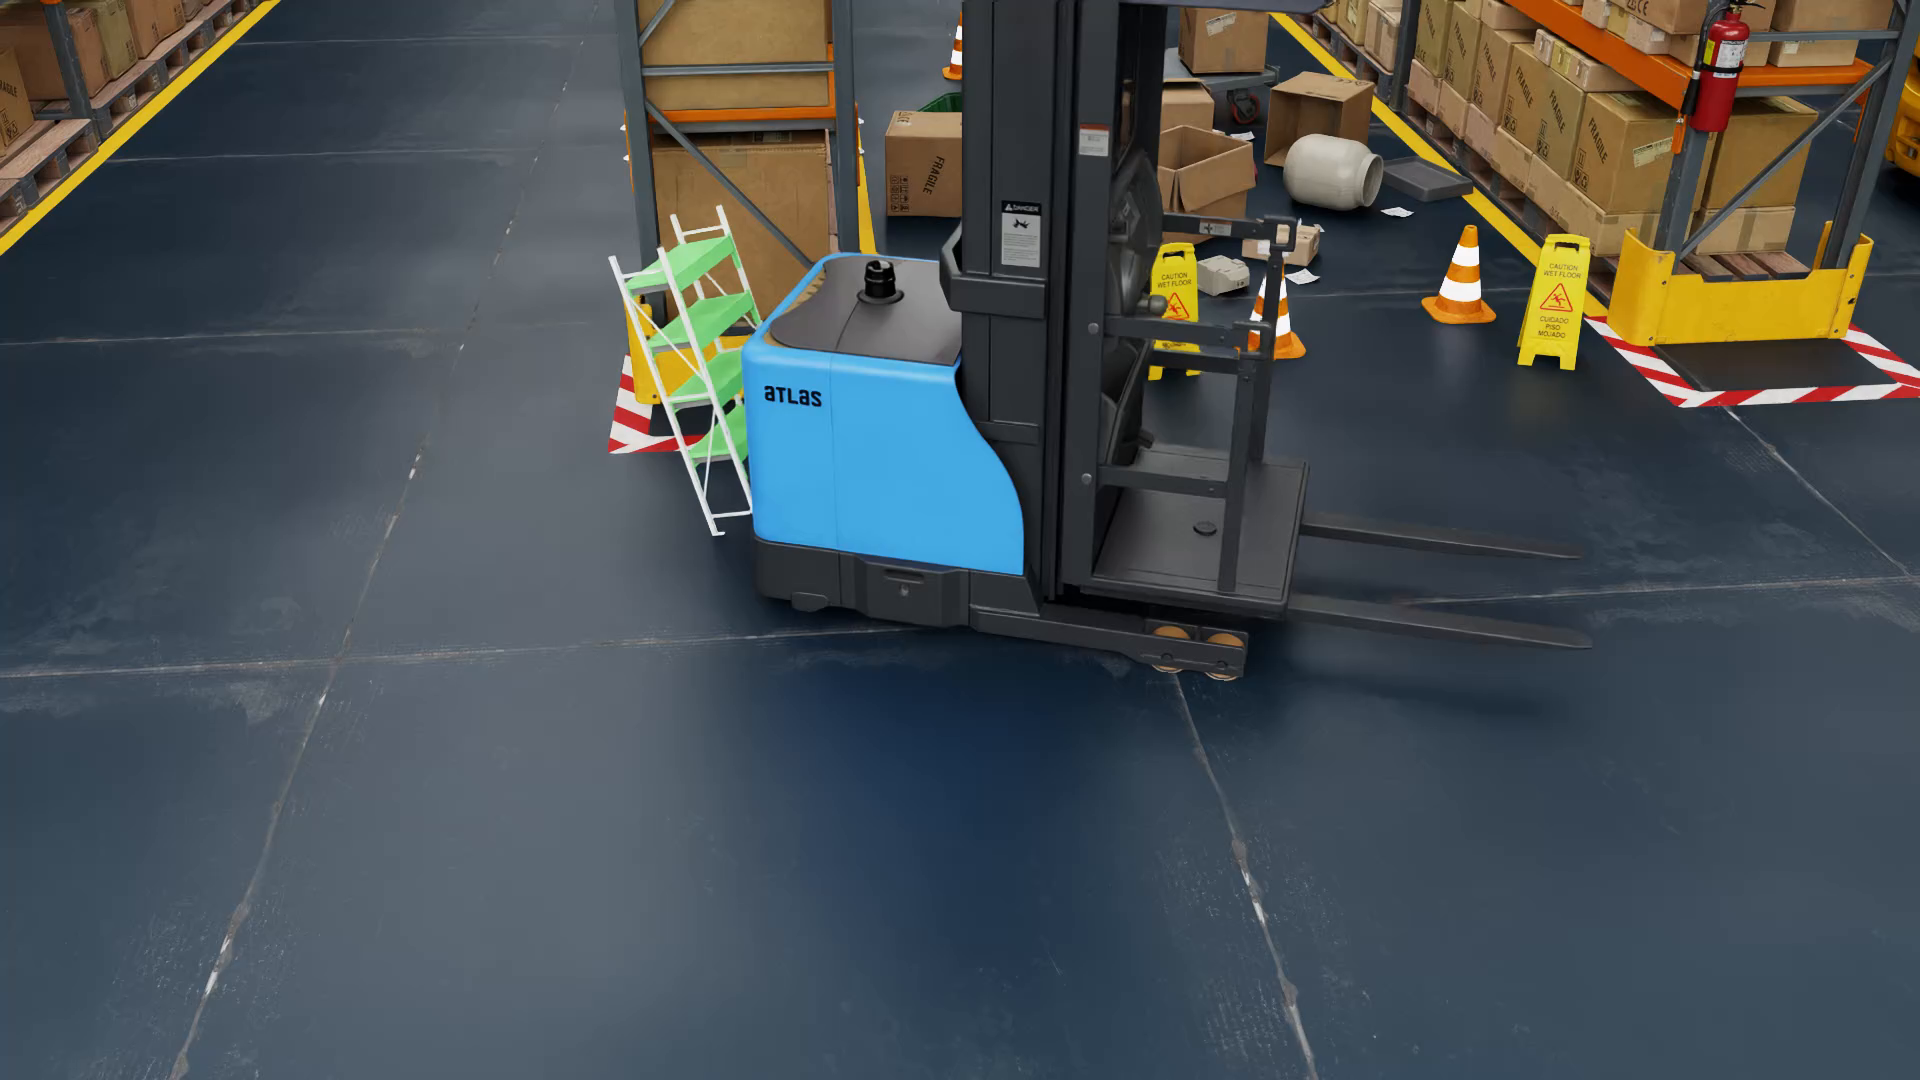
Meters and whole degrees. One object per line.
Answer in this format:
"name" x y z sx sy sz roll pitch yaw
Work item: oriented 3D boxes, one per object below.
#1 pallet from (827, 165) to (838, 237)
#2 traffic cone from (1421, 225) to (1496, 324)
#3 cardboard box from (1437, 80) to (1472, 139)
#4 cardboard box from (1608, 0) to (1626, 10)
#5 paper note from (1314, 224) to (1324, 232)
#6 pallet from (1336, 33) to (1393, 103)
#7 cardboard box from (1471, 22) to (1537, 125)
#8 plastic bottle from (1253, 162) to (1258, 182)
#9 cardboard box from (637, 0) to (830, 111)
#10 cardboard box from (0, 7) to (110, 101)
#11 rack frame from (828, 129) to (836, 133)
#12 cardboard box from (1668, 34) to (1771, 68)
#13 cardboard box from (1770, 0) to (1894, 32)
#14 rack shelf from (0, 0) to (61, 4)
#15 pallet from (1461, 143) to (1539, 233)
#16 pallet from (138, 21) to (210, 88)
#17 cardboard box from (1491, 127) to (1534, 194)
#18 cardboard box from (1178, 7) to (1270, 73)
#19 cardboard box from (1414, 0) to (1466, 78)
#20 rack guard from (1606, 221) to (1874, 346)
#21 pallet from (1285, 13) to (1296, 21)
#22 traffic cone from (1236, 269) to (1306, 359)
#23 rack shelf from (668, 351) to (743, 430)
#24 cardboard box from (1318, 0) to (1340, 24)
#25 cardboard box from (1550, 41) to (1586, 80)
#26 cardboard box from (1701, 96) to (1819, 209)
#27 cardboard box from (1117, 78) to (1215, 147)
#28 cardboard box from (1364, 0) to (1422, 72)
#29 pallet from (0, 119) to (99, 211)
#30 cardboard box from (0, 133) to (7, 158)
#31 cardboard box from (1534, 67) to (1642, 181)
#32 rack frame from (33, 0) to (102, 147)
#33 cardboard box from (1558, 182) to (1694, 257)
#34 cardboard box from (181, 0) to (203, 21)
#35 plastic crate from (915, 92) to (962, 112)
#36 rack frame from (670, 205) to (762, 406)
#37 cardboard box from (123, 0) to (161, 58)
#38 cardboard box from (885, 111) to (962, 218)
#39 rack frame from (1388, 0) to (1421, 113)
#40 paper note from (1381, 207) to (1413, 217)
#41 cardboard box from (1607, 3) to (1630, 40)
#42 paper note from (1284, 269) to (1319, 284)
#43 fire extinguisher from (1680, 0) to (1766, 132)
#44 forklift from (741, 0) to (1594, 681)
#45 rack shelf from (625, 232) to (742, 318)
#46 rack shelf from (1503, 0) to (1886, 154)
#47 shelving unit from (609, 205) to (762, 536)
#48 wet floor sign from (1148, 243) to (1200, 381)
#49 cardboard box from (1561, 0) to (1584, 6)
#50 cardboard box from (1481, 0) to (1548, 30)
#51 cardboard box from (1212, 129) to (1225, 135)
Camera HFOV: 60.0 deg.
"pallet" -1.229 -1.880 9.691 1.003 0.211 1.213 -3 31 -5
"traffic cone" 2.629 -1.408 8.657 0.336 0.463 0.334 -3 31 -5
"cardboard box" 3.427 -2.796 10.777 0.500 0.250 0.500 -1 31 -2
"cardboard box" 3.586 -3.030 8.510 0.500 0.500 0.500 -3 31 -4
"paper note" 2.122 -1.844 9.827 0.032 0.001 0.123 -3 31 -5
"pallet" 3.505 -3.582 12.541 1.003 0.211 1.213 -3 31 -5
"cardboard box" 3.474 -2.852 10.140 0.500 0.500 0.500 -1 31 -2
"plastic bottle" 1.833 -2.372 10.661 0.133 0.061 0.283 2 31 4
"cardboard box" -1.045 -2.303 7.534 0.875 0.550 0.550 -3 31 -5
"cardboard box" -6.323 -3.337 11.421 0.700 0.500 0.500 -5 31 -8
"rack frame" -1.339 -4.093 10.678 1.000 3.000 0.127 -3 31 -5
"cardboard box" 3.705 -2.413 8.109 0.380 0.149 0.250 -2 31 -3
"cardboard box" 4.185 -2.765 8.067 0.500 0.500 0.500 -3 31 -5
"rack shelf" -6.100 -2.577 8.841 1.077 0.370 4.000 -3 31 -5
"pallet" 3.795 -2.219 10.260 1.003 0.211 1.213 -3 31 -5
"pallet" -6.478 -3.732 12.792 1.003 0.211 1.213 -3 31 -5
"cardboard box" 3.515 -2.271 9.899 0.500 0.250 0.500 -4 31 -6
"cardboard box" 1.810 -3.533 11.439 0.500 0.500 0.500 -3 31 -5
"cardboard box" 3.366 -3.390 11.040 0.500 0.500 0.500 -1 31 -2
"rack guard" 3.946 -1.305 8.448 1.175 0.500 0.348 -3 31 -5
"pallet" 3.277 -4.828 14.627 1.003 0.211 1.213 -3 31 -5
"traffic cone" 1.555 -1.182 8.277 0.336 0.463 0.334 -3 31 -5
"rack shelf" -0.958 -0.616 6.700 0.258 0.148 0.480 -5 27 25
"cardboard box" 3.391 -4.424 13.384 0.950 0.372 0.625 -2 31 -3
"cardboard box" 3.497 -2.649 9.168 0.380 0.149 0.250 -2 31 -4
"cardboard box" 4.151 -2.099 8.879 0.500 0.500 0.500 -4 31 -6
"cardboard box" 1.173 -2.579 10.444 0.797 0.637 0.503 -3 31 -5
"cardboard box" 3.528 -3.702 12.175 0.950 0.372 0.625 -2 31 -4
"pallet" -6.189 -2.369 10.510 1.003 0.211 1.213 -3 31 -5
"cardboard box" -6.228 -2.516 10.065 0.500 0.500 0.500 7 32 11
"cardboard box" 3.567 -2.324 9.257 0.500 0.500 0.500 -2 31 -3
"rack frame" -6.287 -3.907 10.366 1.000 3.000 0.127 -3 31 -5
"cardboard box" 3.608 -1.752 9.029 0.500 0.250 0.500 -3 31 -5
"cardboard box" -6.514 -4.441 13.269 0.700 0.500 0.500 -5 31 -9
"plastic crate" -0.019 -2.885 11.340 0.450 0.188 0.662 4 30 26
"rack frame" -0.894 -0.790 6.872 0.240 1.200 0.015 -5 27 25
"cardboard box" -6.401 -3.867 12.308 0.700 0.500 0.500 -5 31 -9
"cardboard box" -0.173 -2.278 10.073 0.500 0.500 0.500 2 31 4
"rack frame" 3.580 -4.382 11.161 1.000 3.000 0.127 -3 31 -5
"paper note" 2.645 -1.986 10.045 0.142 0.019 0.148 -14 33 -22
"cardboard box" 3.569 -2.669 8.537 0.380 0.149 0.250 -3 31 -5
"paper note" 1.883 -1.452 9.152 0.148 0.019 0.142 -14 33 -22
"fire extinguisher" 3.505 -2.226 7.627 0.296 0.674 0.183 -3 31 -5
"forklift" 0.790 -1.059 5.665 3.031 2.935 1.130 8 32 12
"rack shelf" -1.086 -1.035 6.504 0.258 0.148 0.480 -5 27 25
"rack shelf" 3.766 -3.052 9.636 1.077 0.370 4.000 -3 31 -5
"shelving unit" -0.975 -0.672 6.674 0.258 1.200 0.503 -5 27 25
"wet floor sign" 1.008 -1.120 7.996 0.267 0.644 0.232 -8 32 -13
"cardboard box" 3.516 -3.062 9.197 0.380 0.149 0.250 -3 31 -5
"cardboard box" 3.396 -3.202 10.093 0.380 0.149 0.250 -1 31 -2
"cardboard box" 1.519 -2.689 10.994 0.396 0.266 0.258 27 40 37
